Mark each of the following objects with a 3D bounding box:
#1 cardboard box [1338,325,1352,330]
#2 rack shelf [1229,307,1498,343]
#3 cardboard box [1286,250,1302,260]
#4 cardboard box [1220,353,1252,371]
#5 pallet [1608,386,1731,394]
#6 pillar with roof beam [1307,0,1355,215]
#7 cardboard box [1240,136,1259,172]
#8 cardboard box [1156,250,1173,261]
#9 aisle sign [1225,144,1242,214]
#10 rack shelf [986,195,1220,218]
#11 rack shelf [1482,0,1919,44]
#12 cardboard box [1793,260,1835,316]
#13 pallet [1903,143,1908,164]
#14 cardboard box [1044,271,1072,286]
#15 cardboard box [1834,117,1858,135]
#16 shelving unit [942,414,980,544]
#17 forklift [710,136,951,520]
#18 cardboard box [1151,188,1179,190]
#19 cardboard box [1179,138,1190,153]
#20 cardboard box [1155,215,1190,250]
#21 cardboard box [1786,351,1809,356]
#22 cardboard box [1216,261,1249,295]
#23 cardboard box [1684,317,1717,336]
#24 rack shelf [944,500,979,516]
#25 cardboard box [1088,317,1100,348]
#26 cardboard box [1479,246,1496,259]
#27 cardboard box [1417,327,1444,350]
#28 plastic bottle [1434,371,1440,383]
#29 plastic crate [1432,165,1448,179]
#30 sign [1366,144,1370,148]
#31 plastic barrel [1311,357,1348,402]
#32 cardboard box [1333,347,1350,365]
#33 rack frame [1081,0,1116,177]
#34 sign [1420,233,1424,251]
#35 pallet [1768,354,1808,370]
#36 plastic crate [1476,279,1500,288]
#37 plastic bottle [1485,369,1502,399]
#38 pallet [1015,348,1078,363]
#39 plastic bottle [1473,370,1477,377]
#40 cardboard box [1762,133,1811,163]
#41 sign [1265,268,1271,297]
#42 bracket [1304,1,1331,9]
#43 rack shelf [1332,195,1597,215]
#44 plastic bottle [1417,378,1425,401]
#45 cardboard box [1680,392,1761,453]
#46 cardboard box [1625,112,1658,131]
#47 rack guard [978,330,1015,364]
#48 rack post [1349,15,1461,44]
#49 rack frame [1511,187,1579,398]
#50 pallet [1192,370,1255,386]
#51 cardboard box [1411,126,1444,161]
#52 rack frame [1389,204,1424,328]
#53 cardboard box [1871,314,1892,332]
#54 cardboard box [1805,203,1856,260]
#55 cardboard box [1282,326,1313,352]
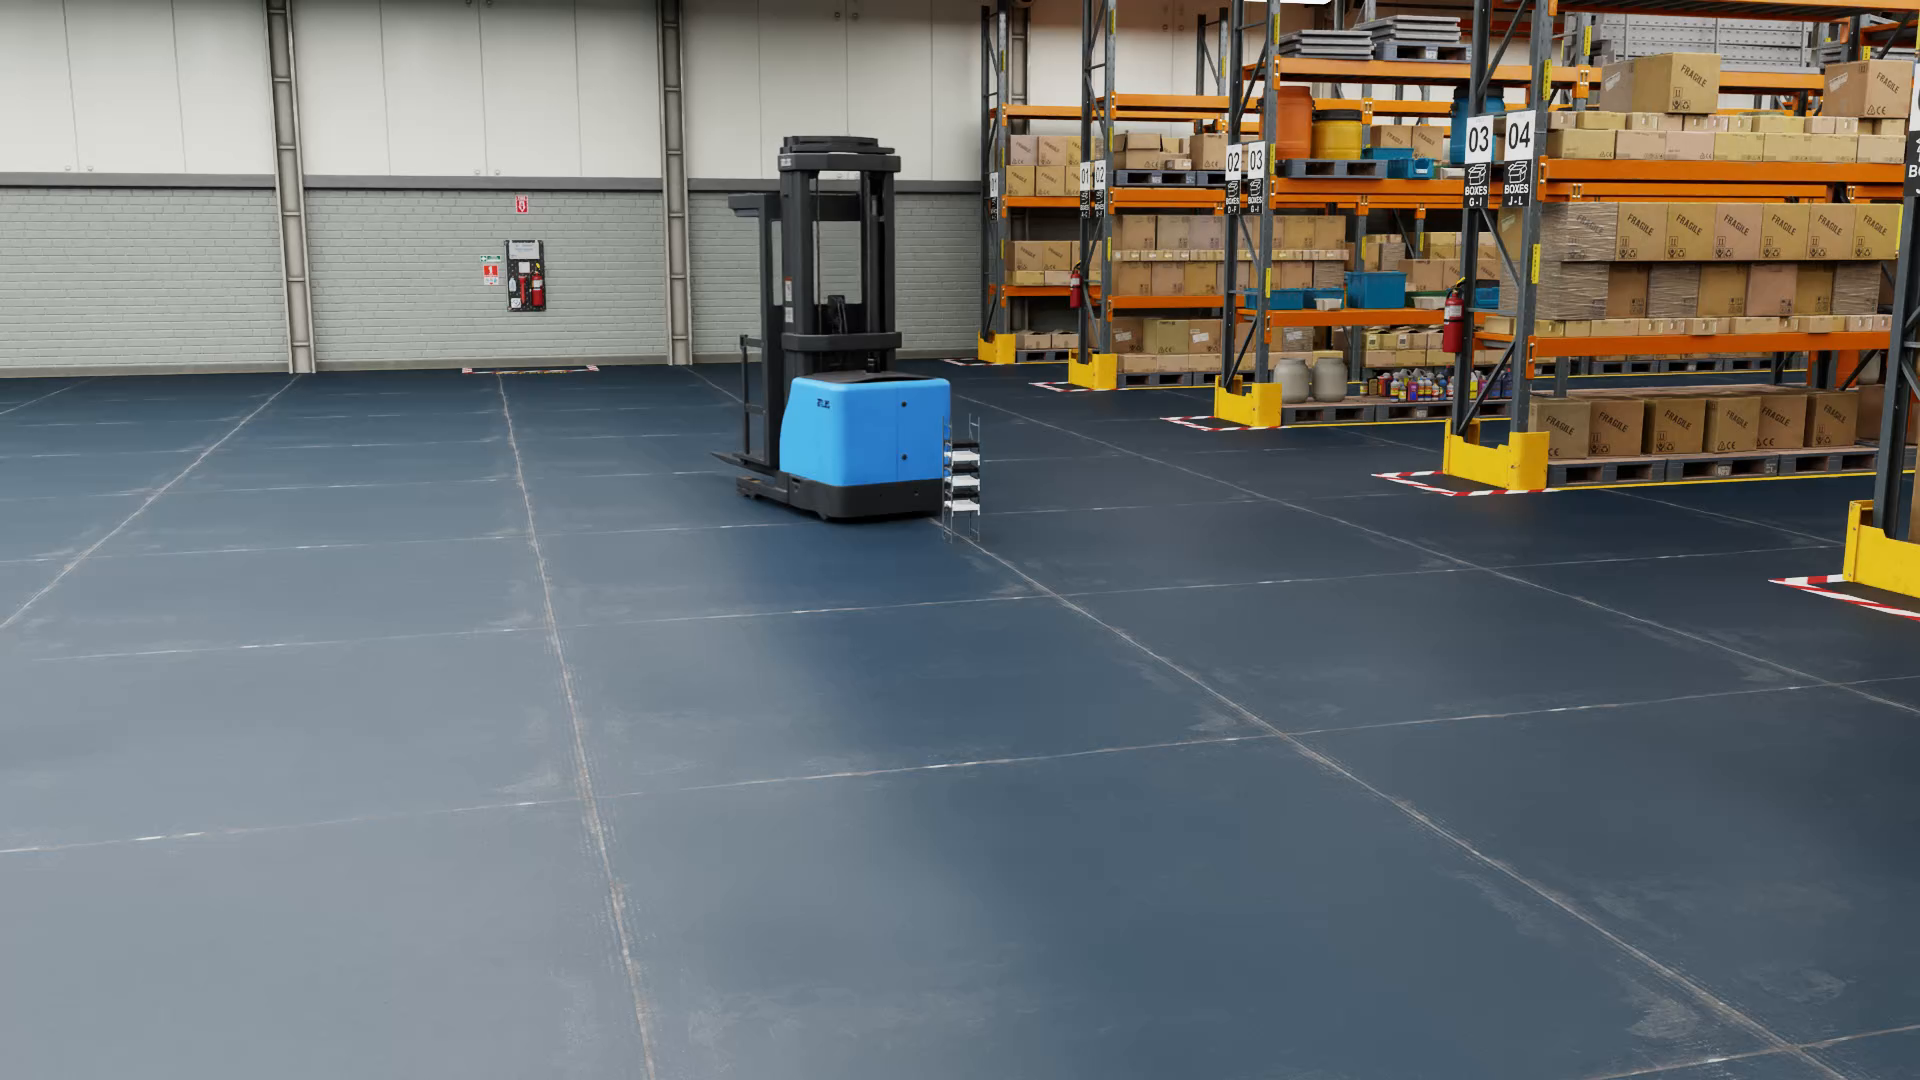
[{"bbox_3d":[7.039,-3.928,30.790,0.500,0.500,0.700,-3,11,-16],"label":"cardboard box"},{"bbox_3d":[5.251,-2.613,19.943,4.000,0.370,1.077,-3,11,-16],"label":"rack shelf"},{"bbox_3d":[4.849,-4.207,24.548,0.250,0.149,0.380,-3,11,-16],"label":"cardboard box"},{"bbox_3d":[3.968,-2.645,24.566,0.500,0.250,0.500,-3,11,-16],"label":"cardboard box"},{"bbox_3d":[9.088,-1.806,21.272,1.213,0.211,1.003,-3,11,-16],"label":"pallet"},{"bbox_3d":[7.956,-7.279,26.733,0.548,9.000,9.100,-3,11,-16],"label":"pillar with roof beam"},{"bbox_3d":[4.174,-5.669,24.441,0.637,0.503,0.797,-2,11,-10],"label":"cardboard box"},{"bbox_3d":[2.880,-4.104,23.986,0.250,0.149,0.380,-3,11,-16],"label":"cardboard box"},{"bbox_3d":[3.179,-4.192,19.354,0.004,0.787,0.394,-3,11,-16],"label":"aisle sign"},{"bbox_3d":[2.482,-5.811,29.027,4.000,0.370,1.077,-3,11,-16],"label":"rack shelf"},{"bbox_3d":[6.636,-4.701,14.723,4.000,0.370,1.077,-3,11,-16],"label":"rack shelf"},{"bbox_3d":[7.617,-2.371,15.545,0.500,0.500,0.875,-3,11,-16],"label":"cardboard box"},{"bbox_3d":[9.178,-3.603,15.565,1.003,0.211,1.213,-3,11,-16],"label":"pallet"},{"bbox_3d":[1.614,-4.522,28.686,0.500,0.250,0.500,-3,11,-18],"label":"cardboard box"},{"bbox_3d":[7.826,-3.713,14.957,0.250,0.149,0.380,-4,11,-19],"label":"cardboard box"},{"bbox_3d":[0.008,-0.443,11.967,0.210,0.900,0.258,-3,11,-16],"label":"shelving unit"},{"bbox_3d":[-1.233,-1.815,13.812,1.130,2.935,3.031,-6,12,-30],"label":"forklift"},{"bbox_3d":[3.497,-6.233,29.001,0.500,0.500,0.500,-4,11,-21],"label":"cardboard box"},{"bbox_3d":[3.997,-6.744,29.016,0.500,0.500,0.500,-4,11,-21],"label":"cardboard box"},{"bbox_3d":[2.956,-4.466,24.161,0.500,0.500,0.700,-3,11,-17],"label":"cardboard box"},{"bbox_3d":[13.935,-3.212,27.420,0.500,0.311,0.500,-3,11,-16],"label":"cardboard box"},{"bbox_3d":[3.887,-3.876,24.542,0.500,0.500,0.700,-3,11,-14],"label":"cardboard box"},{"bbox_3d":[6.523,-1.913,14.848,0.250,0.149,0.380,-3,11,-16],"label":"cardboard box"},{"bbox_3d":[0.008,-0.233,12.006,0.200,0.077,0.258,-3,11,-16],"label":"rack shelf"},{"bbox_3d":[2.517,-3.652,29.286,0.500,0.500,0.700,-4,11,-20],"label":"cardboard box"},{"bbox_3d":[9.763,-5.228,31.007,0.500,0.500,0.500,-3,11,-16],"label":"cardboard box"},{"bbox_3d":[7.236,-3.088,25.421,0.500,0.311,0.500,-3,11,-18],"label":"cardboard box"},{"bbox_3d":[5.929,-1.969,20.746,0.133,0.283,0.061,-3,11,-13],"label":"plastic bottle"},{"bbox_3d":[5.580,-4.407,19.999,0.450,0.188,0.336,-3,11,-16],"label":"plastic crate"},{"bbox_3d":[5.947,-5.601,24.257,0.005,0.325,0.100,-3,11,-16],"label":"sign"},{"bbox_3d":[4.423,-1.921,19.906,0.421,0.512,0.421,0,10,0],"label":"plastic barrel"},{"bbox_3d":[6.108,-2.855,25.705,0.500,0.250,0.500,-3,11,-16],"label":"cardboard box"},{"bbox_3d":[1.950,-6.677,23.463,0.127,3.000,1.000,-3,11,-16],"label":"rack frame"},{"bbox_3d":[8.404,-5.429,30.275,0.005,0.325,0.100,-3,11,-16],"label":"sign"},{"bbox_3d":[14.131,-2.997,27.746,1.213,0.211,1.003,-3,11,-16],"label":"pallet"},{"bbox_3d":[6.633,-3.033,20.410,0.504,0.338,0.767,-3,11,-16],"label":"plastic crate"},{"bbox_3d":[6.449,-1.889,20.126,0.185,0.351,0.144,-4,11,-19],"label":"plastic bottle"},{"bbox_3d":[1.425,-3.255,29.147,1.213,0.211,1.003,-3,11,-16],"label":"pallet"},{"bbox_3d":[6.321,-1.988,20.662,0.185,0.351,0.144,-3,11,-16],"label":"plastic bottle"},{"bbox_3d":[7.199,-3.489,14.842,0.500,0.250,0.500,-3,11,-16],"label":"cardboard box"},{"bbox_3d":[3.480,-2.906,18.783,0.005,0.325,0.100,-3,11,-16],"label":"sign"},{"bbox_3d":[6.454,-9.715,30.023,0.430,0.232,0.235,-3,11,-16],"label":"bracket"},{"bbox_3d":[7.711,-5.152,25.449,4.000,0.370,1.077,-3,11,-16],"label":"rack shelf"},{"bbox_3d":[5.488,-1.795,19.834,0.097,0.271,0.097,0,10,0],"label":"plastic bottle"},{"bbox_3d":[7.039,-1.096,15.457,0.500,0.500,0.500,-4,11,-21],"label":"cardboard box"},{"bbox_3d":[5.810,-3.608,14.388,0.250,0.149,0.380,-3,11,-14],"label":"cardboard box"},{"bbox_3d":[0.635,-3.362,28.930,0.348,0.500,1.175,-3,11,-16],"label":"rack guard"},{"bbox_3d":[5.182,-5.883,19.354,0.954,0.300,0.937,-3,11,-17],"label":"rack post"},{"bbox_3d":[7.171,-3.068,20.428,0.127,3.000,1.000,-3,11,-16],"label":"rack frame"},{"bbox_3d":[3.842,-2.463,24.841,1.213,0.211,1.003,-3,11,-16],"label":"pallet"},{"bbox_3d":[6.934,-5.963,25.053,0.500,0.500,0.500,-2,11,-10],"label":"cardboard box"},{"bbox_3d":[8.243,-4.993,30.882,0.127,3.000,1.000,-3,11,-16],"label":"rack frame"},{"bbox_3d":[8.432,-2.022,15.437,0.250,0.149,0.380,-3,11,-16],"label":"cardboard box"},{"bbox_3d":[7.721,-2.798,15.102,0.500,0.500,0.500,-3,11,-16],"label":"cardboard box"},{"bbox_3d":[4.923,-3.068,24.789,0.500,0.500,0.500,-3,11,-16],"label":"cardboard box"}]
